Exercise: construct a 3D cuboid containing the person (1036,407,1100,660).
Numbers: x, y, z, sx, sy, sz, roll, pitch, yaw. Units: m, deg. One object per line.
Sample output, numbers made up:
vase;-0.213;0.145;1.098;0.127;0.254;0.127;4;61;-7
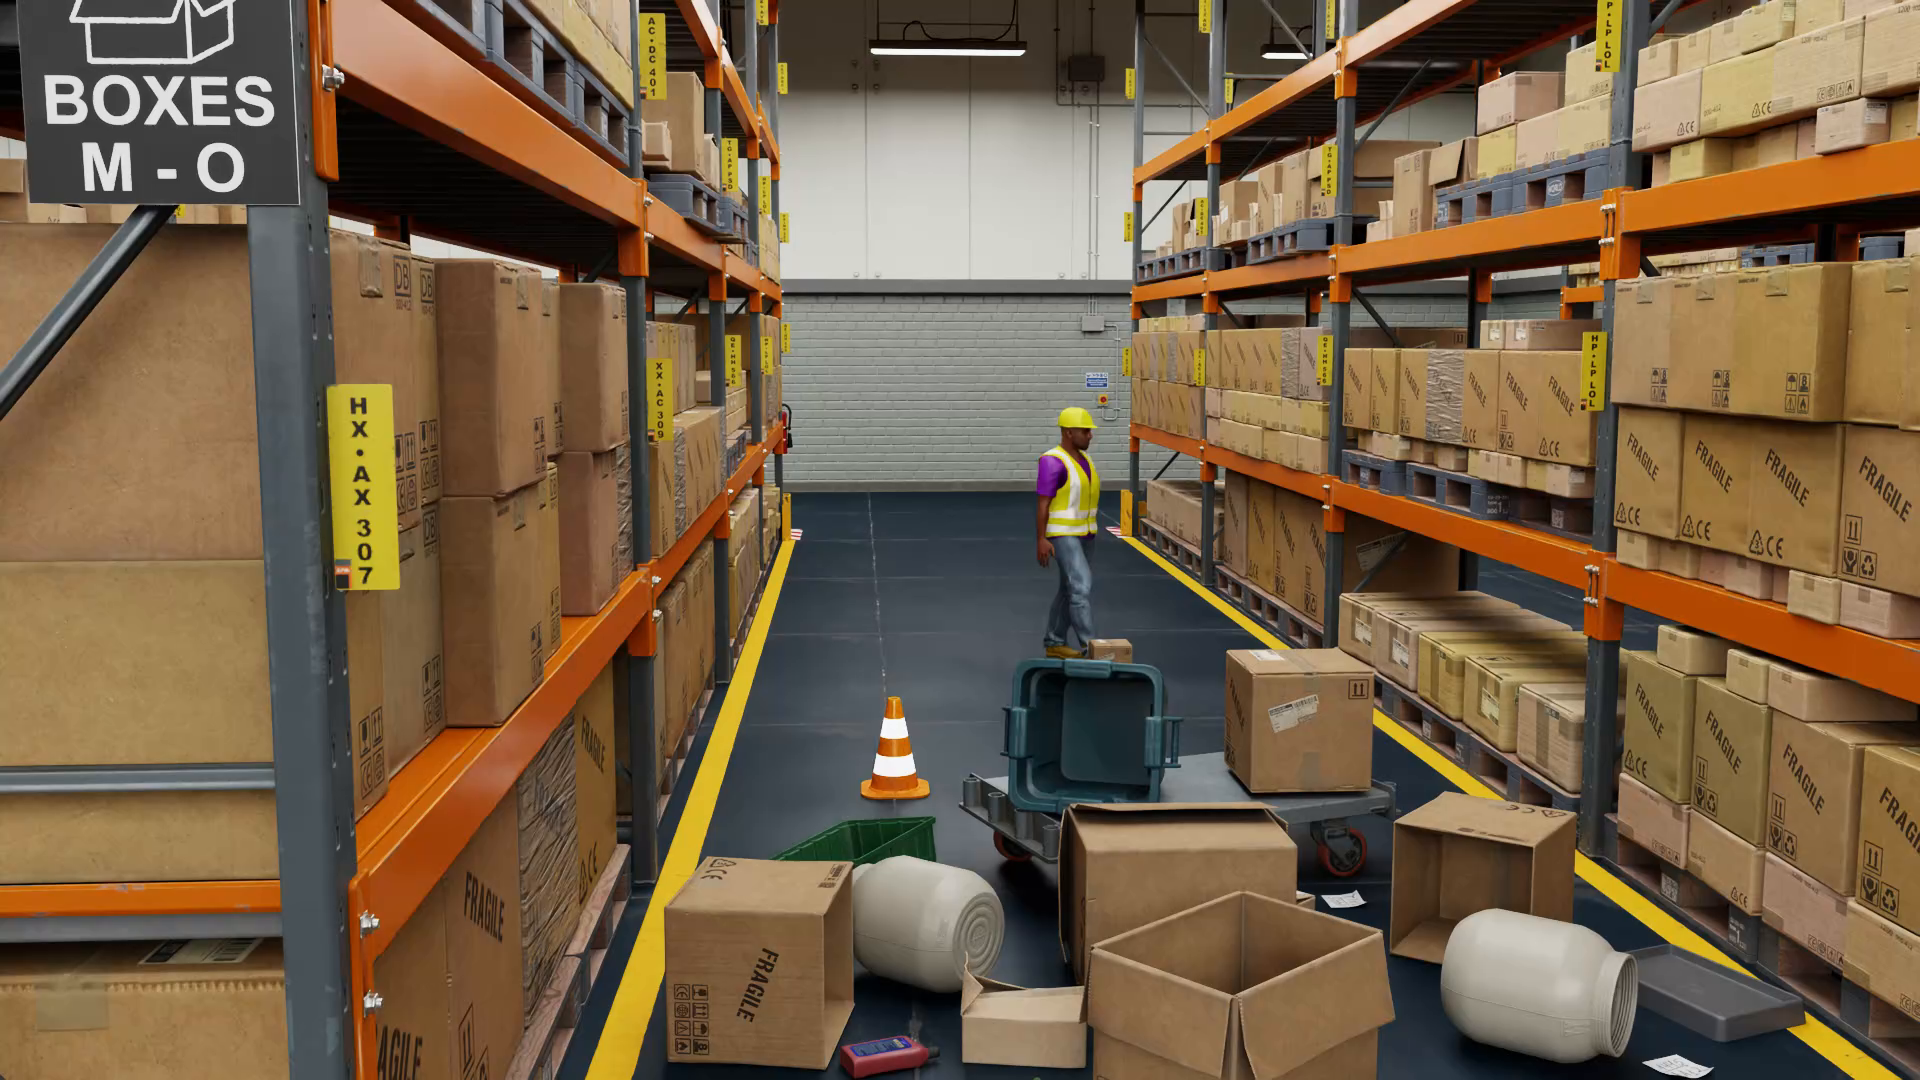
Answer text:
person;0.858;-0.020;11.227;0.816;1.746;0.614;5;9;37
